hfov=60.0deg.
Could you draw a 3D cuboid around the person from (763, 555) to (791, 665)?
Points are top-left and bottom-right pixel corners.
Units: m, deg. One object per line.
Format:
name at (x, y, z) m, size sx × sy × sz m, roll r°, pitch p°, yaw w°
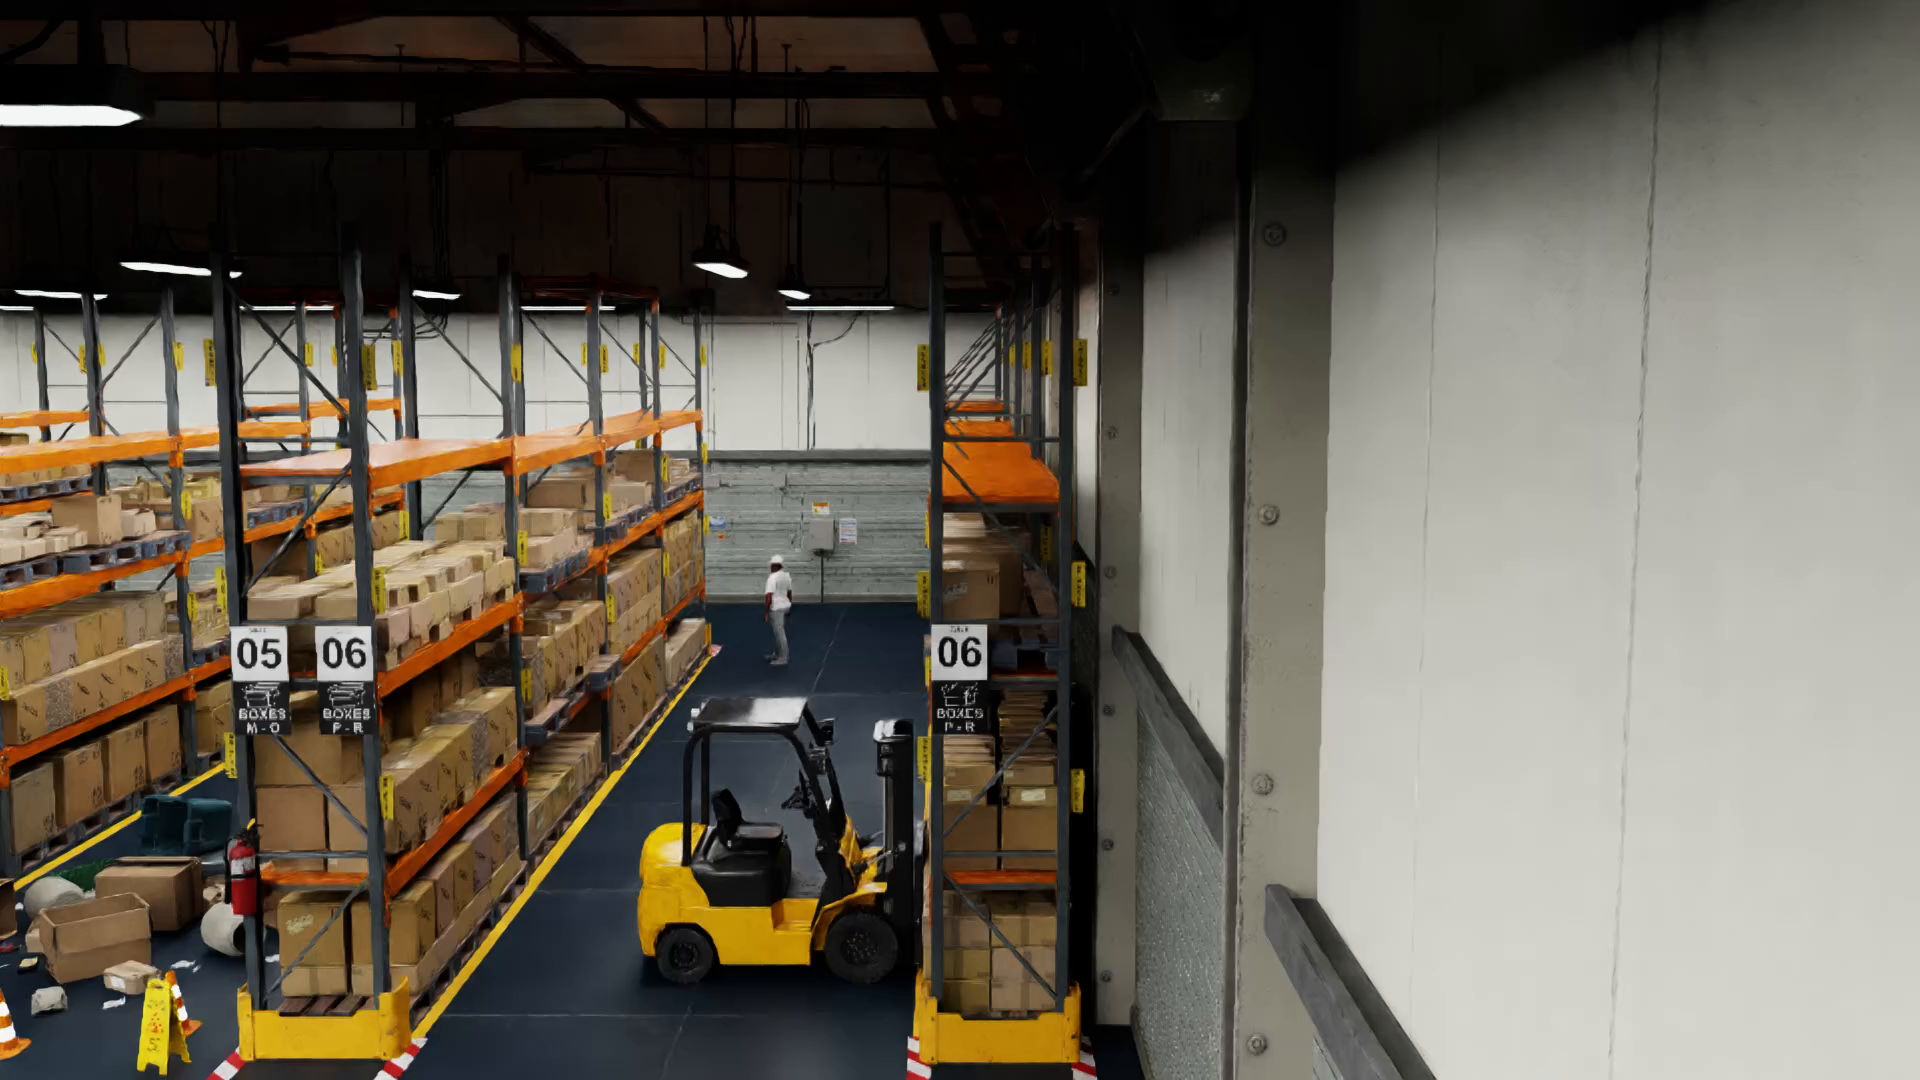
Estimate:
person at (-2.996, 1.117, 27.116) m, size 0.585 × 1.763 × 0.682 m, roll 3°, pitch 7°, yaw 21°
